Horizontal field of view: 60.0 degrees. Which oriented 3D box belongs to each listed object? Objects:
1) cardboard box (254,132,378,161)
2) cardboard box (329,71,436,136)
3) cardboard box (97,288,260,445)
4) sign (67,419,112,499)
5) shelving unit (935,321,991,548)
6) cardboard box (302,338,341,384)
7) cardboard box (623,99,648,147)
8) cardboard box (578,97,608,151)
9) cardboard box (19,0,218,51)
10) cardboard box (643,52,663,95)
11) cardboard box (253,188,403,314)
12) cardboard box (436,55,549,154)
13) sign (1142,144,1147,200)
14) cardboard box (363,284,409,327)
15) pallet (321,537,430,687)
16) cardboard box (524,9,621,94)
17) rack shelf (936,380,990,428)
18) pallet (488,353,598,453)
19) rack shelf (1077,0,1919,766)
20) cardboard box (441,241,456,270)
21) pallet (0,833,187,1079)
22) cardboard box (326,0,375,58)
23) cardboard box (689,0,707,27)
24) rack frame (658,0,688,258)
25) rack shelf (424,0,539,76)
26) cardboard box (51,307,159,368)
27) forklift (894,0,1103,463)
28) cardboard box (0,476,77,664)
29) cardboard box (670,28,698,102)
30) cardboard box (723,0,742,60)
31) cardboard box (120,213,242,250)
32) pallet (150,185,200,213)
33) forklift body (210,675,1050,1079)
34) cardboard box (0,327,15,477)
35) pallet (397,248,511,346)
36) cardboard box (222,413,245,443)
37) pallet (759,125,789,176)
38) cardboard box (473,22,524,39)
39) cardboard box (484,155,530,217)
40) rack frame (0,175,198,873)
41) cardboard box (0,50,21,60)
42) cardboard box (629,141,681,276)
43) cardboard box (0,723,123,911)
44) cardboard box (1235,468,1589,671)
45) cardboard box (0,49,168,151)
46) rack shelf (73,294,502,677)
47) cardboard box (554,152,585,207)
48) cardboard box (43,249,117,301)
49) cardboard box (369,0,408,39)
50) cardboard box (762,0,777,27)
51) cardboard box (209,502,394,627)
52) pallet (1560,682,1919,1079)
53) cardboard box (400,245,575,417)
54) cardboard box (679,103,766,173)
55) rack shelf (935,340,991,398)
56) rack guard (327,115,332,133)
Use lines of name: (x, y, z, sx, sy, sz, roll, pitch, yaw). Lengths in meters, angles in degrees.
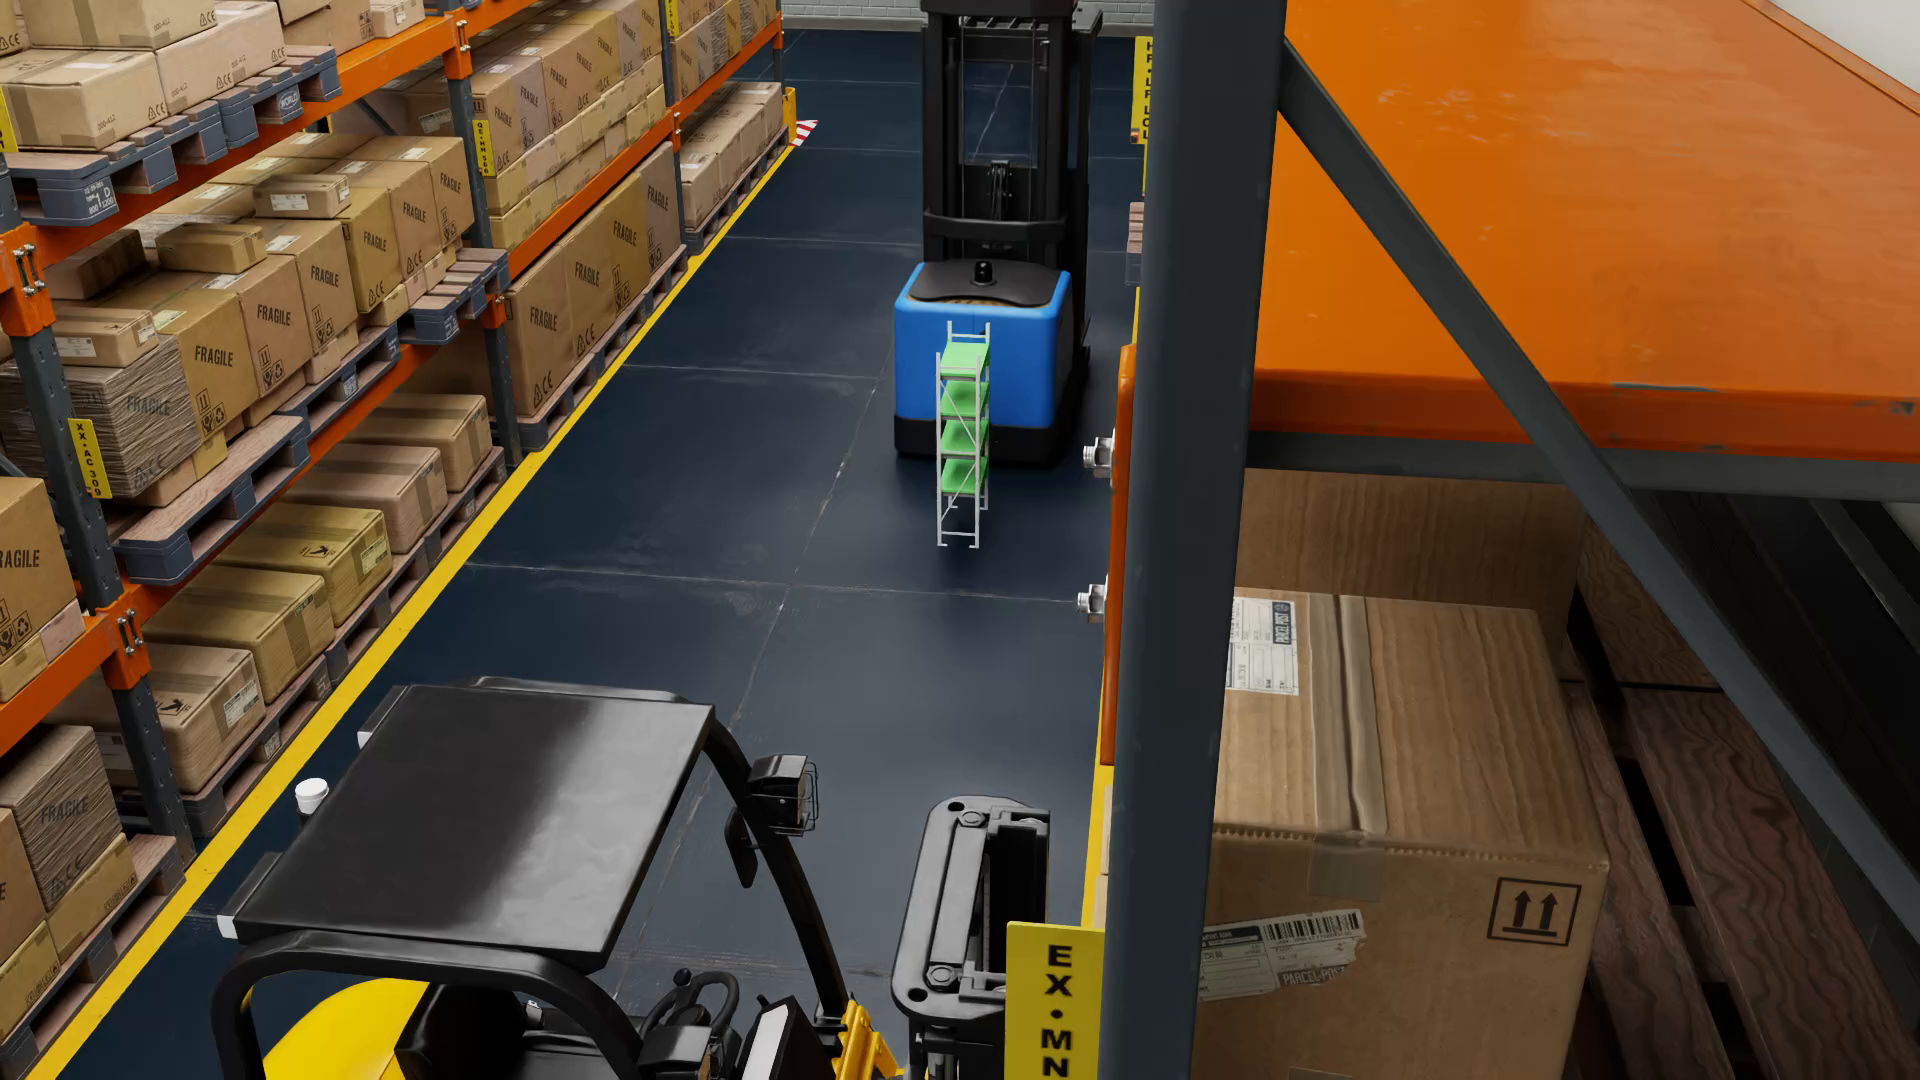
cardboard box: (-3.601, -1.995, 9.428, 0.500, 0.500, 0.500, 3, 28, 5)
cardboard box: (-3.512, -2.576, 10.209, 0.500, 0.500, 0.500, 3, 28, 5)
cardboard box: (-3.403, -0.750, 7.117, 0.500, 0.500, 0.500, 3, 29, 6)
sign: (-3.266, -0.303, 6.238, 0.100, 0.325, 0.005, 3, 28, 6)
shelving unit: (0.020, -0.606, 9.610, 0.258, 1.200, 0.503, 3, 28, 6)
cardboard box: (-3.237, -0.878, 8.040, 0.380, 0.149, 0.250, 4, 29, 8)
cardboard box: (-2.694, -3.184, 12.656, 0.500, 0.250, 0.500, 3, 28, 5)
cardboard box: (-2.796, -2.926, 11.650, 0.500, 0.250, 0.500, 4, 29, 7)
cardboard box: (-3.285, -2.097, 6.505, 0.500, 0.250, 0.500, 3, 28, 5)
cardboard box: (-2.638, -3.648, 12.990, 0.500, 0.250, 0.500, 3, 28, 6)
cardboard box: (-3.209, -1.481, 8.475, 0.500, 0.500, 0.500, 1, 28, 3)
cardboard box: (-2.962, -2.769, 10.568, 0.500, 0.500, 0.500, 3, 29, 6)
sign: (1.071, -2.048, 9.252, 0.100, 0.325, 0.005, 3, 28, 6)
cardboard box: (-3.128, -1.239, 8.710, 0.380, 0.149, 0.250, 4, 29, 7)
pallet: (-3.565, 0.335, 8.906, 1.003, 0.211, 1.213, 3, 28, 6)
cardboard box: (-2.769, -3.494, 11.913, 0.500, 0.500, 0.500, 4, 29, 8)
rack shelf: (0.020, -0.761, 9.527, 0.258, 0.148, 0.480, 3, 28, 6)
pallet: (-3.144, -0.972, 11.332, 1.003, 0.211, 1.213, 3, 28, 6)
rack shelf: (0.876, -0.870, 3.058, 1.077, 0.370, 4.000, 3, 28, 6)
cardboard box: (-3.084, -1.609, 9.396, 0.380, 0.149, 0.250, 4, 29, 7)
pallet: (-3.853, 1.596, 6.566, 1.003, 0.211, 1.213, 3, 28, 6)
cardboard box: (-3.442, -2.752, 8.428, 0.700, 0.500, 0.500, 3, 28, 6)
cardboard box: (-2.459, -4.648, 14.055, 0.500, 0.500, 0.500, 3, 28, 6)
rack frame: (-2.826, -3.716, 13.485, 1.000, 3.000, 0.127, 3, 28, 6)
rack shelf: (-3.071, -3.778, 11.197, 1.077, 0.370, 4.000, 3, 28, 6)
cardboard box: (-3.397, -0.796, 6.520, 0.380, 0.149, 0.250, 3, 28, 6)
forklift: (0.338, -2.455, 11.217, 1.130, 2.935, 3.031, 5, 29, 9)
cardboard box: (-3.614, 0.098, 5.986, 0.500, 0.500, 0.500, 3, 28, 5)
cardboard box: (-2.508, -3.966, 13.843, 0.500, 0.500, 0.500, 4, 29, 8)
cardboard box: (-2.312, -4.678, 15.166, 0.500, 0.500, 0.500, 4, 29, 8)
cardboard box: (-3.785, -1.264, 8.071, 0.500, 0.500, 0.500, 2, 28, 4)
pallet: (-7.704, -3.047, 15.182, 1.003, 0.211, 1.213, 3, 28, 6)
forklift body: (-0.948, 1.594, 4.523, 2.313, 2.155, 1.214, 3, 28, 6)
cardboard box: (-3.977, -0.541, 6.729, 0.500, 0.500, 0.500, 3, 28, 5)
pallet: (-3.297, -1.407, 9.401, 1.213, 0.211, 1.003, 3, 28, 6)
cardboard box: (-3.426, -0.521, 7.377, 0.380, 0.149, 0.250, 5, 29, 9)
pallet: (-2.356, -3.990, 16.934, 1.003, 0.211, 1.213, 3, 28, 6)
cardboard box: (-3.321, -3.289, 11.533, 0.500, 0.500, 0.500, 3, 28, 5)
cardboard box: (-3.009, -2.211, 10.323, 0.500, 0.250, 0.500, 3, 28, 6)
rack frame: (-3.806, 0.050, 6.495, 1.000, 3.000, 0.127, 3, 28, 6)
cardboard box: (-3.878, -1.673, 6.245, 0.500, 0.250, 0.500, 3, 28, 5)
cardboard box: (-2.822, -2.669, 13.339, 0.875, 0.875, 0.875, 4, 29, 8)
cardboard box: (-3.612, 1.039, 6.324, 0.500, 0.500, 0.500, 3, 28, 5)
cardboard box: (0.668, -0.073, 2.907, 0.700, 0.500, 0.500, 4, 29, 7)
cardboard box: (-3.336, -1.641, 6.187, 0.500, 0.250, 0.500, 3, 28, 5)
rack shelf: (-3.561, -0.575, 8.413, 1.077, 0.370, 4.000, 3, 28, 6)
cardboard box: (-2.891, -2.472, 11.334, 0.500, 0.250, 0.500, 4, 29, 8)
cardboard box: (-3.902, -1.151, 7.178, 0.380, 0.149, 0.250, 3, 28, 5)
cardboard box: (-3.168, -2.765, 8.822, 0.380, 0.149, 0.250, 3, 28, 6)
cardboard box: (-2.132, -5.400, 16.506, 0.500, 0.500, 0.500, 4, 29, 6)
cardboard box: (-3.576, 0.109, 8.713, 0.950, 0.372, 0.625, 4, 29, 8)
pallet: (0.743, 0.606, 2.392, 1.003, 0.211, 1.213, 3, 28, 6)
cardboard box: (-3.149, -1.403, 10.989, 0.875, 0.875, 0.875, 3, 28, 6)
cardboard box: (-2.421, -3.908, 16.100, 0.875, 0.438, 0.875, 4, 29, 8)
rack shelf: (0.020, -0.972, 9.413, 0.258, 0.148, 0.480, 3, 28, 6)
rack guard: (-7.270, -4.703, 17.952, 1.175, 0.500, 0.348, 3, 28, 6)
